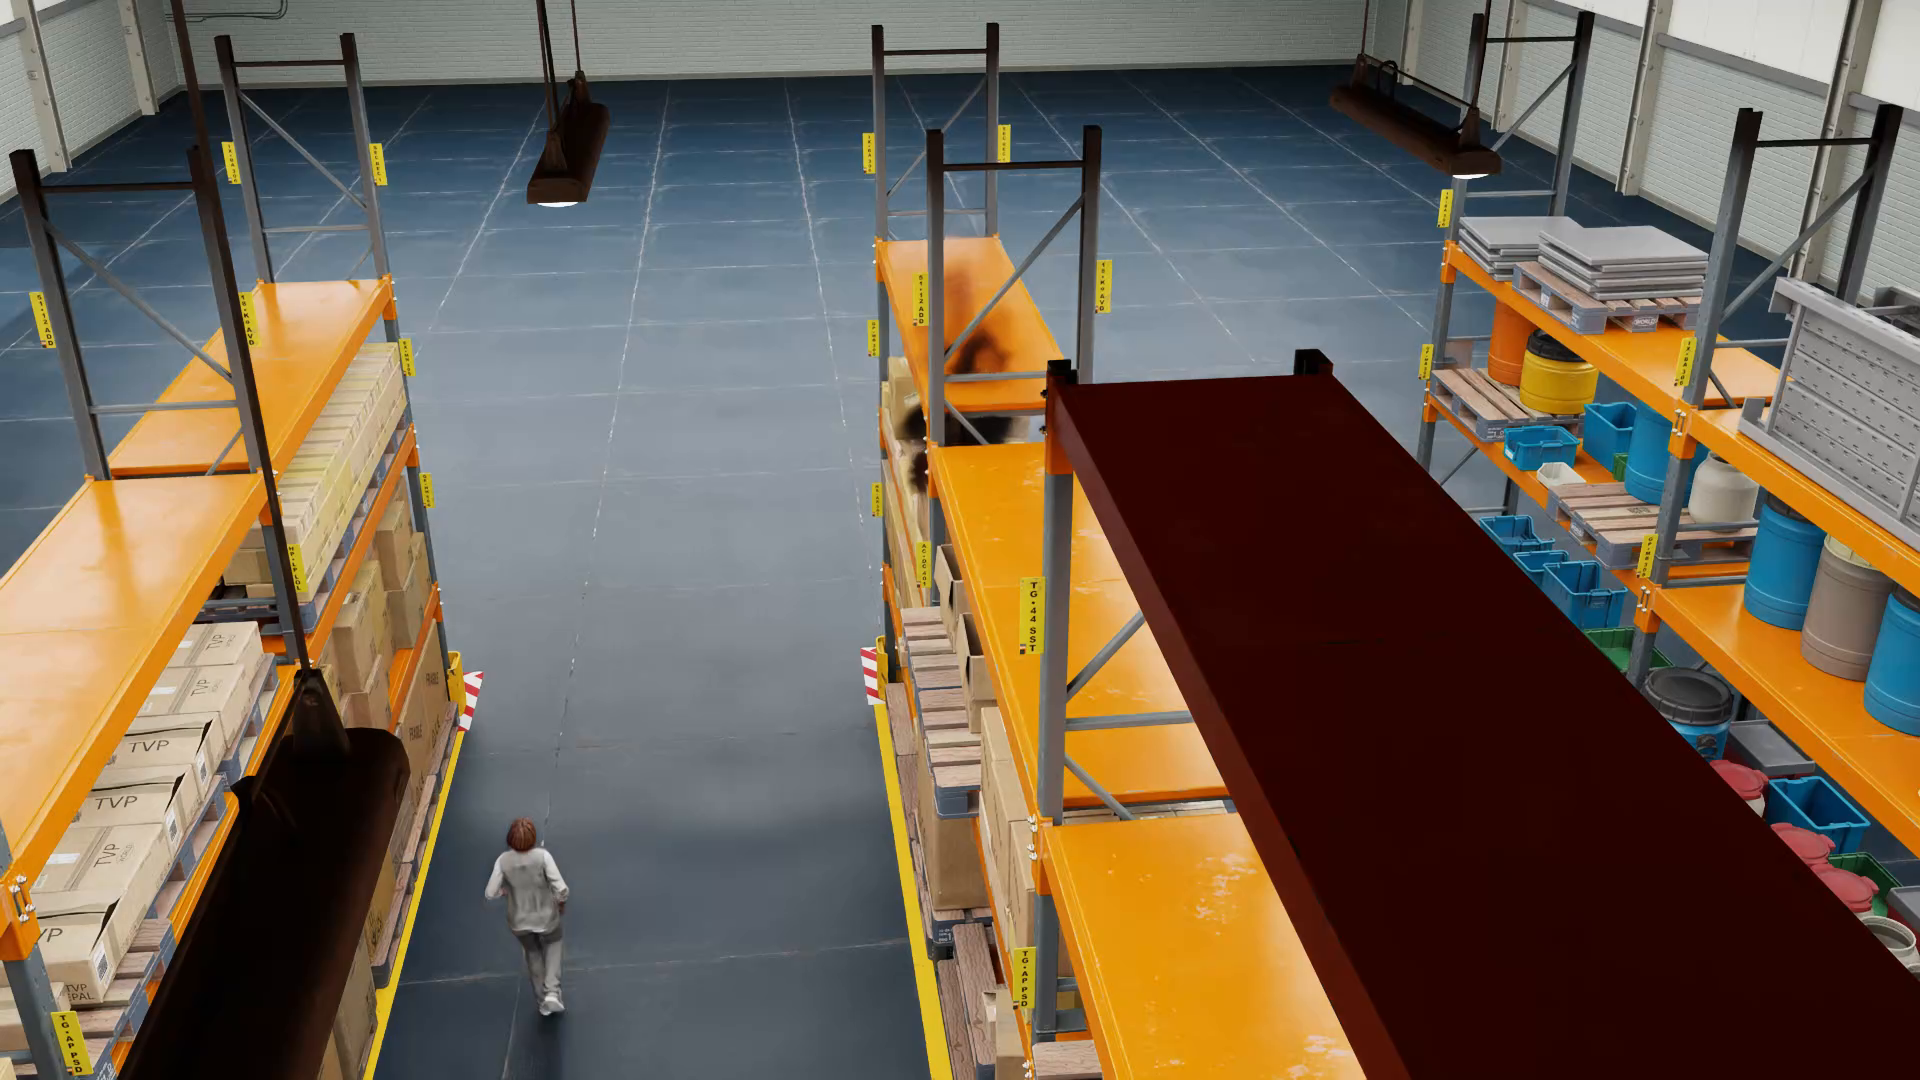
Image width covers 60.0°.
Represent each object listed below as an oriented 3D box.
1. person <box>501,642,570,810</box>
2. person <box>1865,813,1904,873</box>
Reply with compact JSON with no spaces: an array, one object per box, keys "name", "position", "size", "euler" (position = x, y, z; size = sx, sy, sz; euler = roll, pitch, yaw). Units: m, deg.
[{"name":"person","position":[-3.403,1.554,13.461],"size":[0.537,1.568,0.505],"euler":[-2,26,-5]},{"name":"person","position":[6.797,2.107,12.133],"size":[0.586,1.711,0.676],"euler":[-5,26,-10]}]
